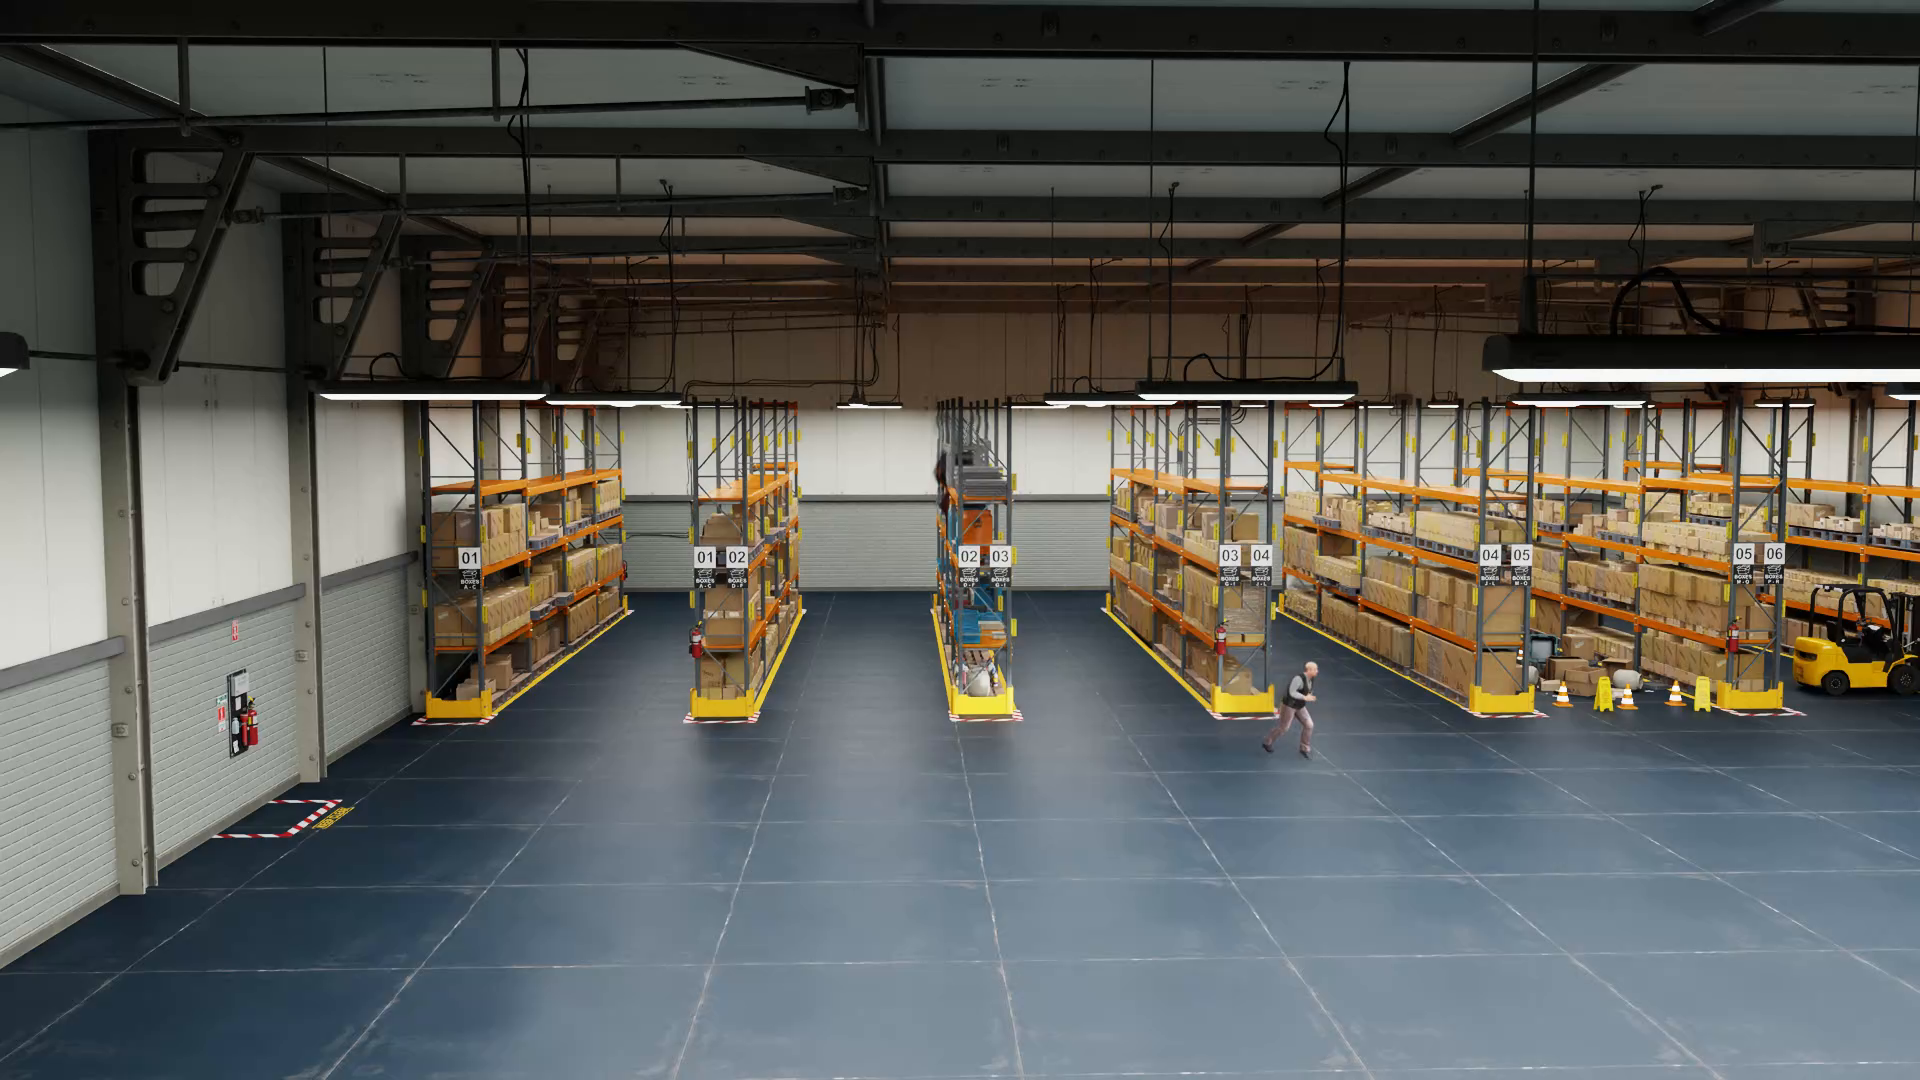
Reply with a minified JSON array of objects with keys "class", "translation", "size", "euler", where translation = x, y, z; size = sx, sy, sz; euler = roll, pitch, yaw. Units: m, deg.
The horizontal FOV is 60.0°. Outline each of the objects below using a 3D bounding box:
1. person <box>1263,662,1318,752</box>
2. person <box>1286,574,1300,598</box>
[{"class":"person","translation":[5.475,2.727,27.483],"size":[0.970,1.505,0.701],"euler":[4,6,38]},{"class":"person","translation":[9.903,0.997,49.444],"size":[0.634,1.703,0.658],"euler":[-2,5,-27]}]
